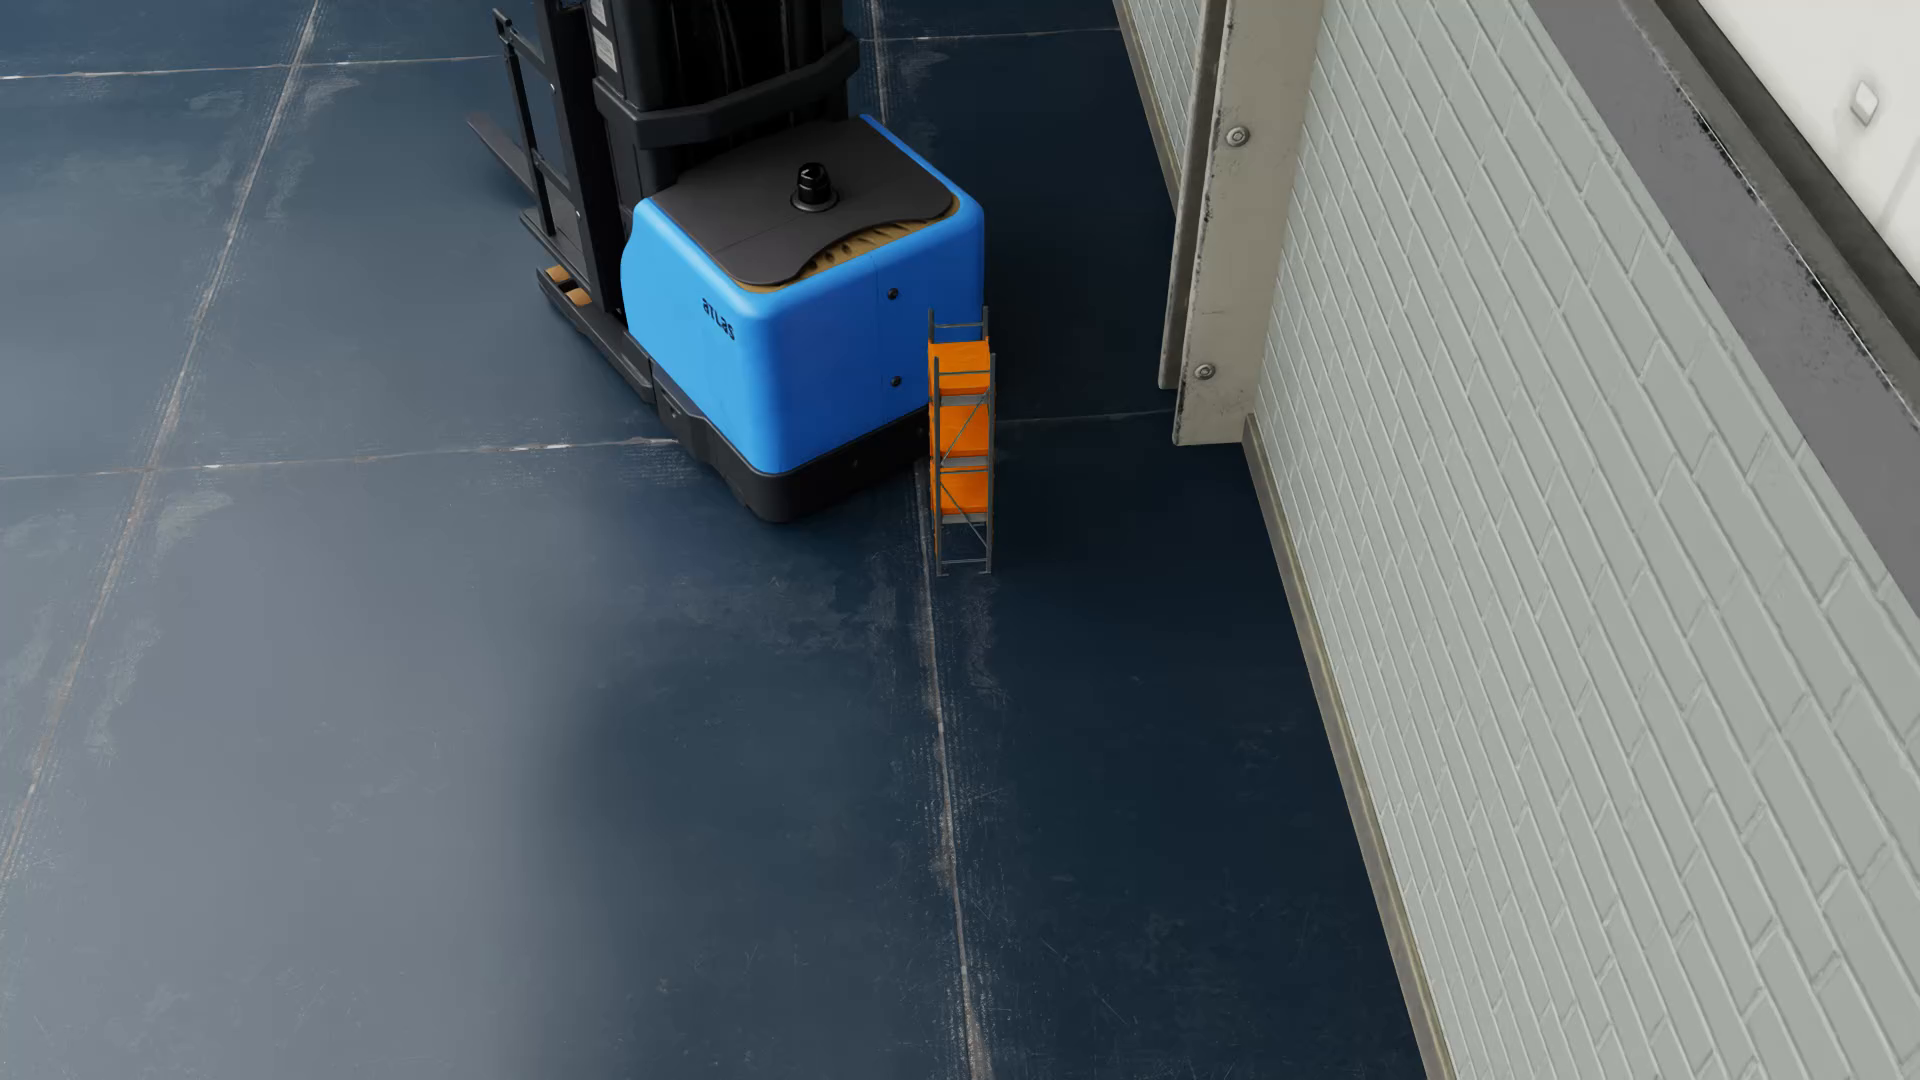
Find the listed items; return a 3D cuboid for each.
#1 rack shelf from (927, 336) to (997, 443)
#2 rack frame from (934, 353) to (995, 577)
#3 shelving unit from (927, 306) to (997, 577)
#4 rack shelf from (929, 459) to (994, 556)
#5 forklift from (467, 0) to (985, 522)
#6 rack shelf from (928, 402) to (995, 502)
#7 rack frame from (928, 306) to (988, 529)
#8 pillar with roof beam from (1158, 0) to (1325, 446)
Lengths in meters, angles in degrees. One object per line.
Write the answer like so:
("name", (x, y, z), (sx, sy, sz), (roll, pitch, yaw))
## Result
("rack shelf", (0.004, -0.510, 5.634), (0.215, 0.259, 0.240), (-3, 47, -3))
("rack frame", (0.015, -0.234, 5.749), (0.200, 1.050, 0.008), (-3, 47, -3))
("shelving unit", (0.004, -0.322, 5.832), (0.215, 1.050, 0.252), (-3, 47, -3))
("rack shelf", (0.004, -0.124, 6.042), (0.215, 0.259, 0.240), (-3, 47, -3))
("forklift", (-1.167, -2.106, 6.226), (1.130, 2.935, 3.031), (-28, 53, -24))
("rack shelf", (0.004, -0.315, 5.840), (0.215, 0.259, 0.240), (-3, 47, -3))
("rack frame", (-0.006, -0.411, 5.916), (0.200, 1.050, 0.008), (-3, 47, -3))
("pillar with roof beam", (-3.302, -3.361, 3.235), (9.100, 9.000, 0.400), (-3, 47, -3))
